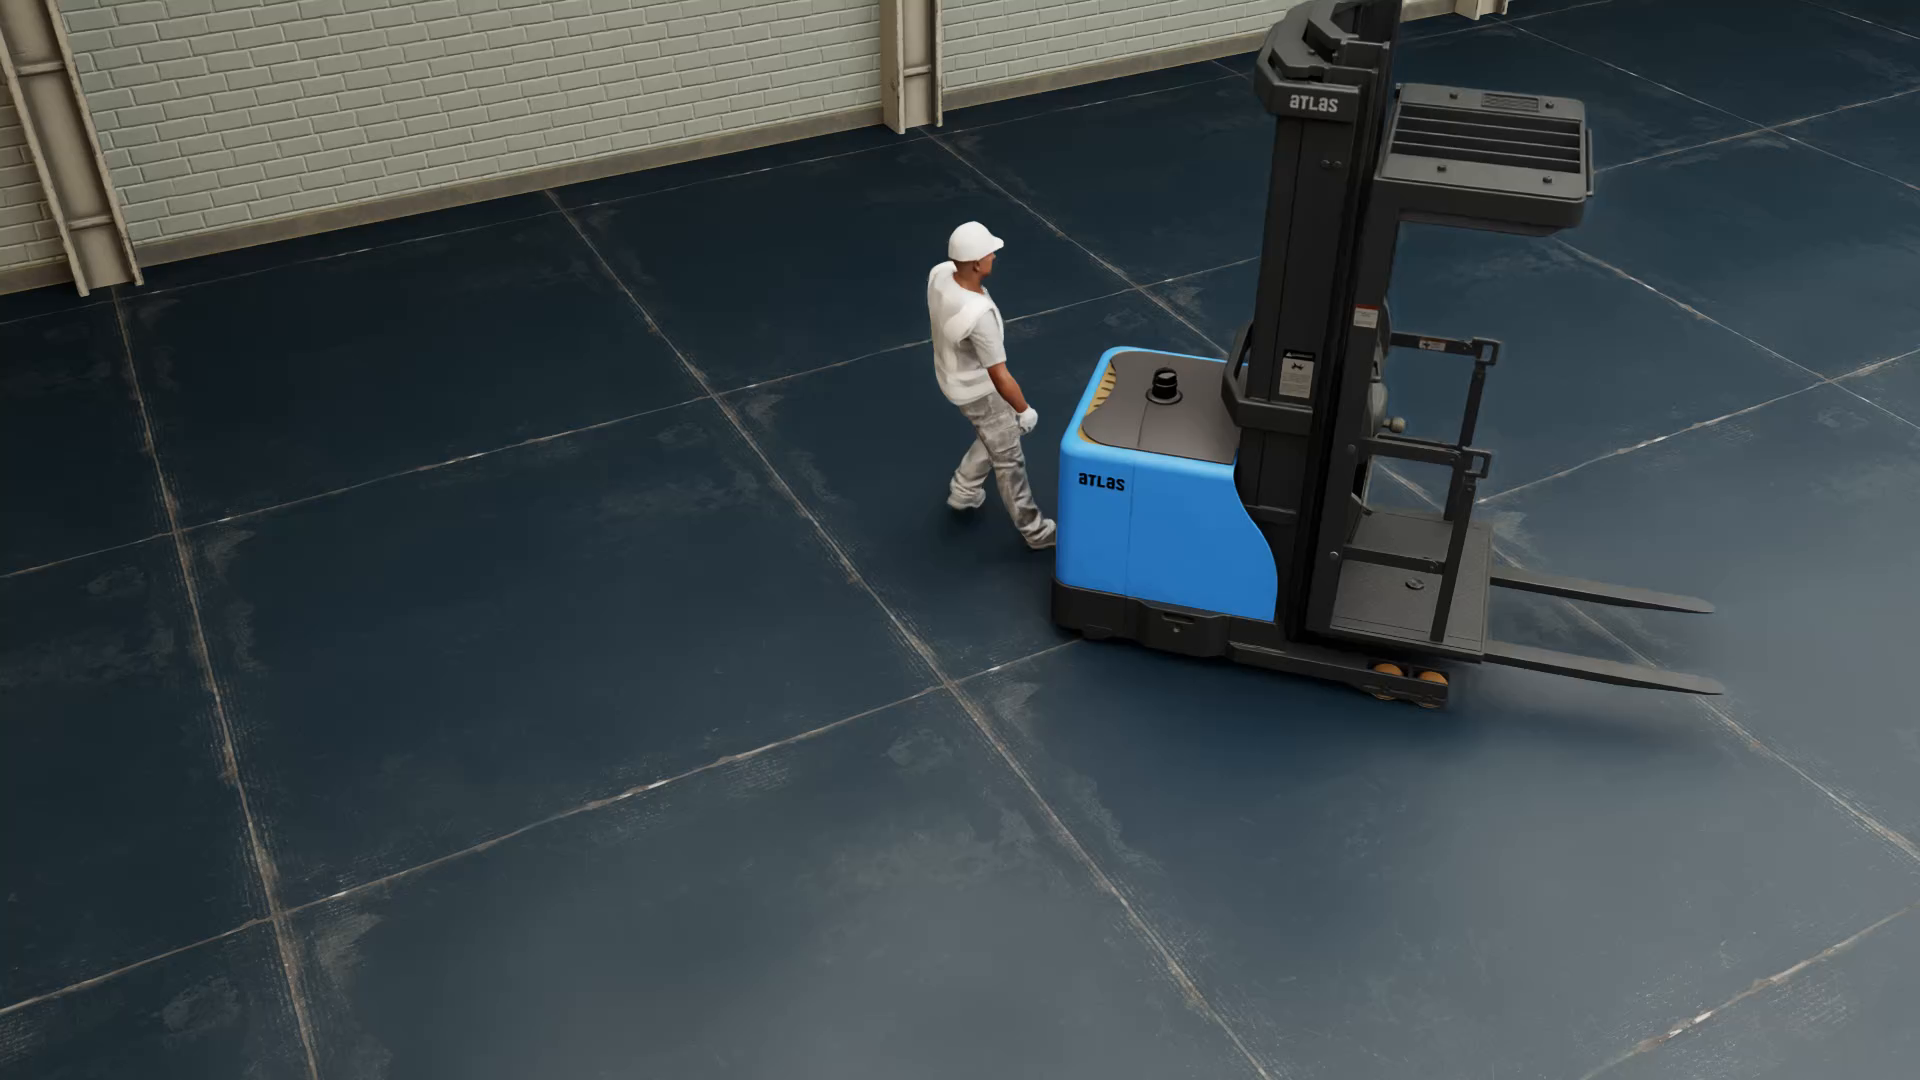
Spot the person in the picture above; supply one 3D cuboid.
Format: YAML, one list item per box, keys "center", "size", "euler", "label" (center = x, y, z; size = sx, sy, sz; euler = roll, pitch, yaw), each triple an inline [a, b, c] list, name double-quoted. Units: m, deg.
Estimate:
- center: [0.223, -0.806, 8.337]
  size: [0.712, 1.725, 0.746]
  euler: [-10, 36, -13]
  label: "person"

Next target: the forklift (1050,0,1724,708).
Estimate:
- center: [2.012, -0.775, 7.220]
  size: [3.031, 2.935, 1.130]
  euler: [10, 36, 14]
  label: "forklift"
